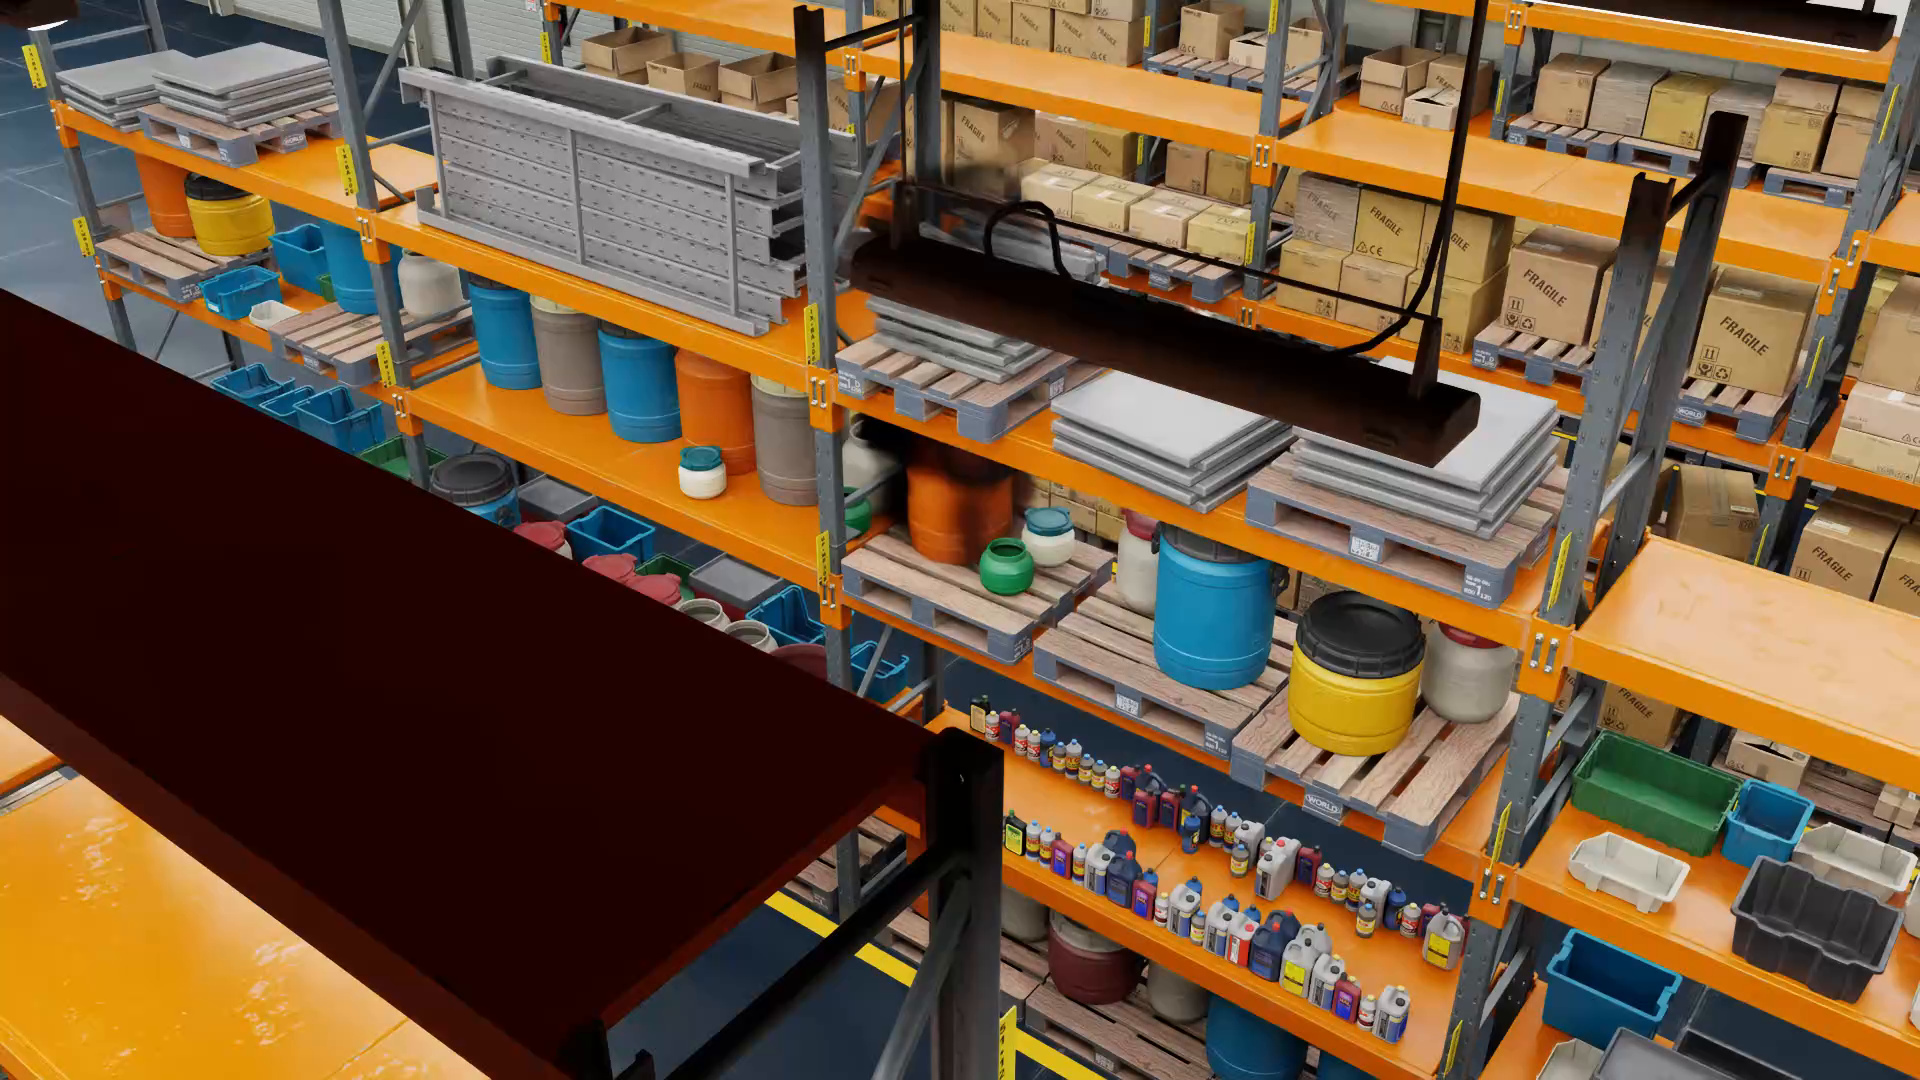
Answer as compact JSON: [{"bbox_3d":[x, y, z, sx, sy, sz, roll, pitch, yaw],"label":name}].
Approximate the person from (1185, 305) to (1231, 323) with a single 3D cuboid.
[{"bbox_3d":[2.709,-2.147,17.254,0.869,1.621,0.571,12,33,19],"label":"person"}]
